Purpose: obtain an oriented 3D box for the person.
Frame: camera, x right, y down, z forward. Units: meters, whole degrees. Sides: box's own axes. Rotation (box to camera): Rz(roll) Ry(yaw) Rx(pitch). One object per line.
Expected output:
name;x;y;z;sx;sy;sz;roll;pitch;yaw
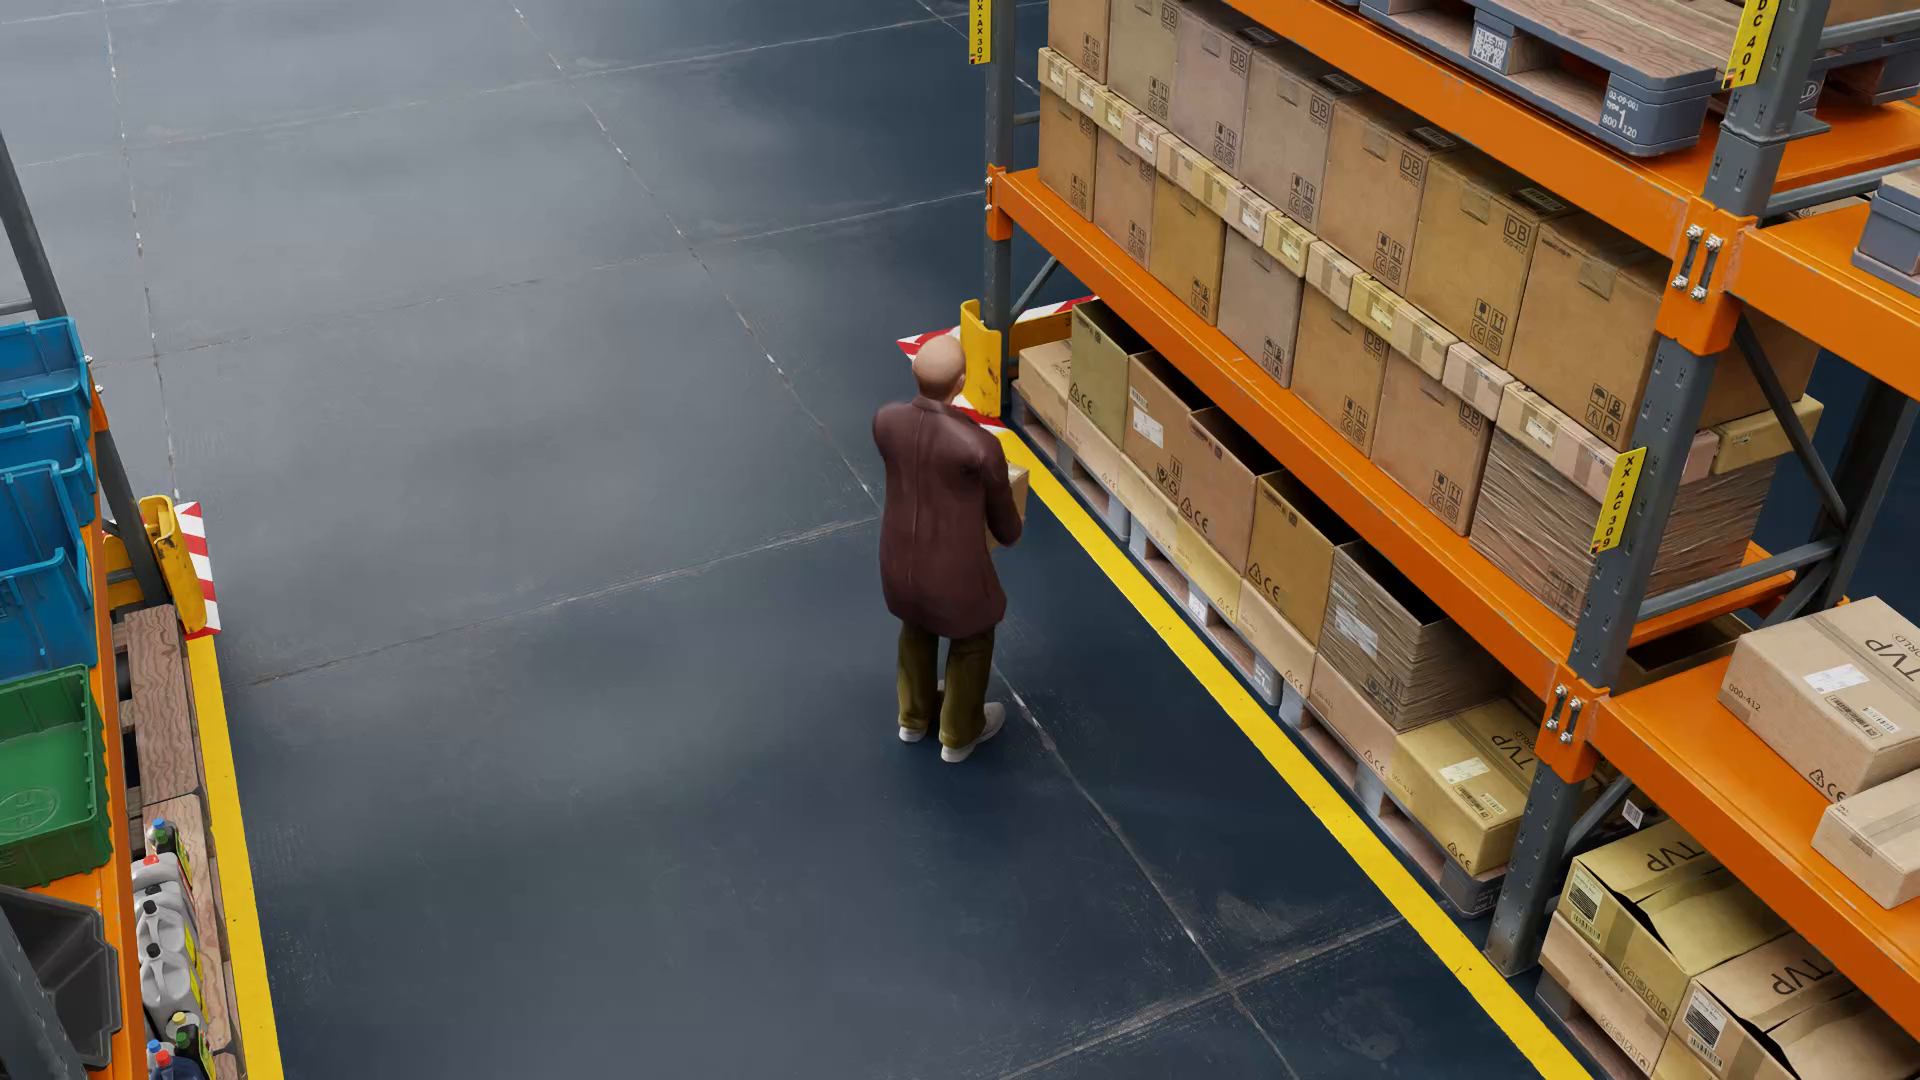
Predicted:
person;-0.033;0.020;6.140;0.524;1.779;0.573;21;41;25
